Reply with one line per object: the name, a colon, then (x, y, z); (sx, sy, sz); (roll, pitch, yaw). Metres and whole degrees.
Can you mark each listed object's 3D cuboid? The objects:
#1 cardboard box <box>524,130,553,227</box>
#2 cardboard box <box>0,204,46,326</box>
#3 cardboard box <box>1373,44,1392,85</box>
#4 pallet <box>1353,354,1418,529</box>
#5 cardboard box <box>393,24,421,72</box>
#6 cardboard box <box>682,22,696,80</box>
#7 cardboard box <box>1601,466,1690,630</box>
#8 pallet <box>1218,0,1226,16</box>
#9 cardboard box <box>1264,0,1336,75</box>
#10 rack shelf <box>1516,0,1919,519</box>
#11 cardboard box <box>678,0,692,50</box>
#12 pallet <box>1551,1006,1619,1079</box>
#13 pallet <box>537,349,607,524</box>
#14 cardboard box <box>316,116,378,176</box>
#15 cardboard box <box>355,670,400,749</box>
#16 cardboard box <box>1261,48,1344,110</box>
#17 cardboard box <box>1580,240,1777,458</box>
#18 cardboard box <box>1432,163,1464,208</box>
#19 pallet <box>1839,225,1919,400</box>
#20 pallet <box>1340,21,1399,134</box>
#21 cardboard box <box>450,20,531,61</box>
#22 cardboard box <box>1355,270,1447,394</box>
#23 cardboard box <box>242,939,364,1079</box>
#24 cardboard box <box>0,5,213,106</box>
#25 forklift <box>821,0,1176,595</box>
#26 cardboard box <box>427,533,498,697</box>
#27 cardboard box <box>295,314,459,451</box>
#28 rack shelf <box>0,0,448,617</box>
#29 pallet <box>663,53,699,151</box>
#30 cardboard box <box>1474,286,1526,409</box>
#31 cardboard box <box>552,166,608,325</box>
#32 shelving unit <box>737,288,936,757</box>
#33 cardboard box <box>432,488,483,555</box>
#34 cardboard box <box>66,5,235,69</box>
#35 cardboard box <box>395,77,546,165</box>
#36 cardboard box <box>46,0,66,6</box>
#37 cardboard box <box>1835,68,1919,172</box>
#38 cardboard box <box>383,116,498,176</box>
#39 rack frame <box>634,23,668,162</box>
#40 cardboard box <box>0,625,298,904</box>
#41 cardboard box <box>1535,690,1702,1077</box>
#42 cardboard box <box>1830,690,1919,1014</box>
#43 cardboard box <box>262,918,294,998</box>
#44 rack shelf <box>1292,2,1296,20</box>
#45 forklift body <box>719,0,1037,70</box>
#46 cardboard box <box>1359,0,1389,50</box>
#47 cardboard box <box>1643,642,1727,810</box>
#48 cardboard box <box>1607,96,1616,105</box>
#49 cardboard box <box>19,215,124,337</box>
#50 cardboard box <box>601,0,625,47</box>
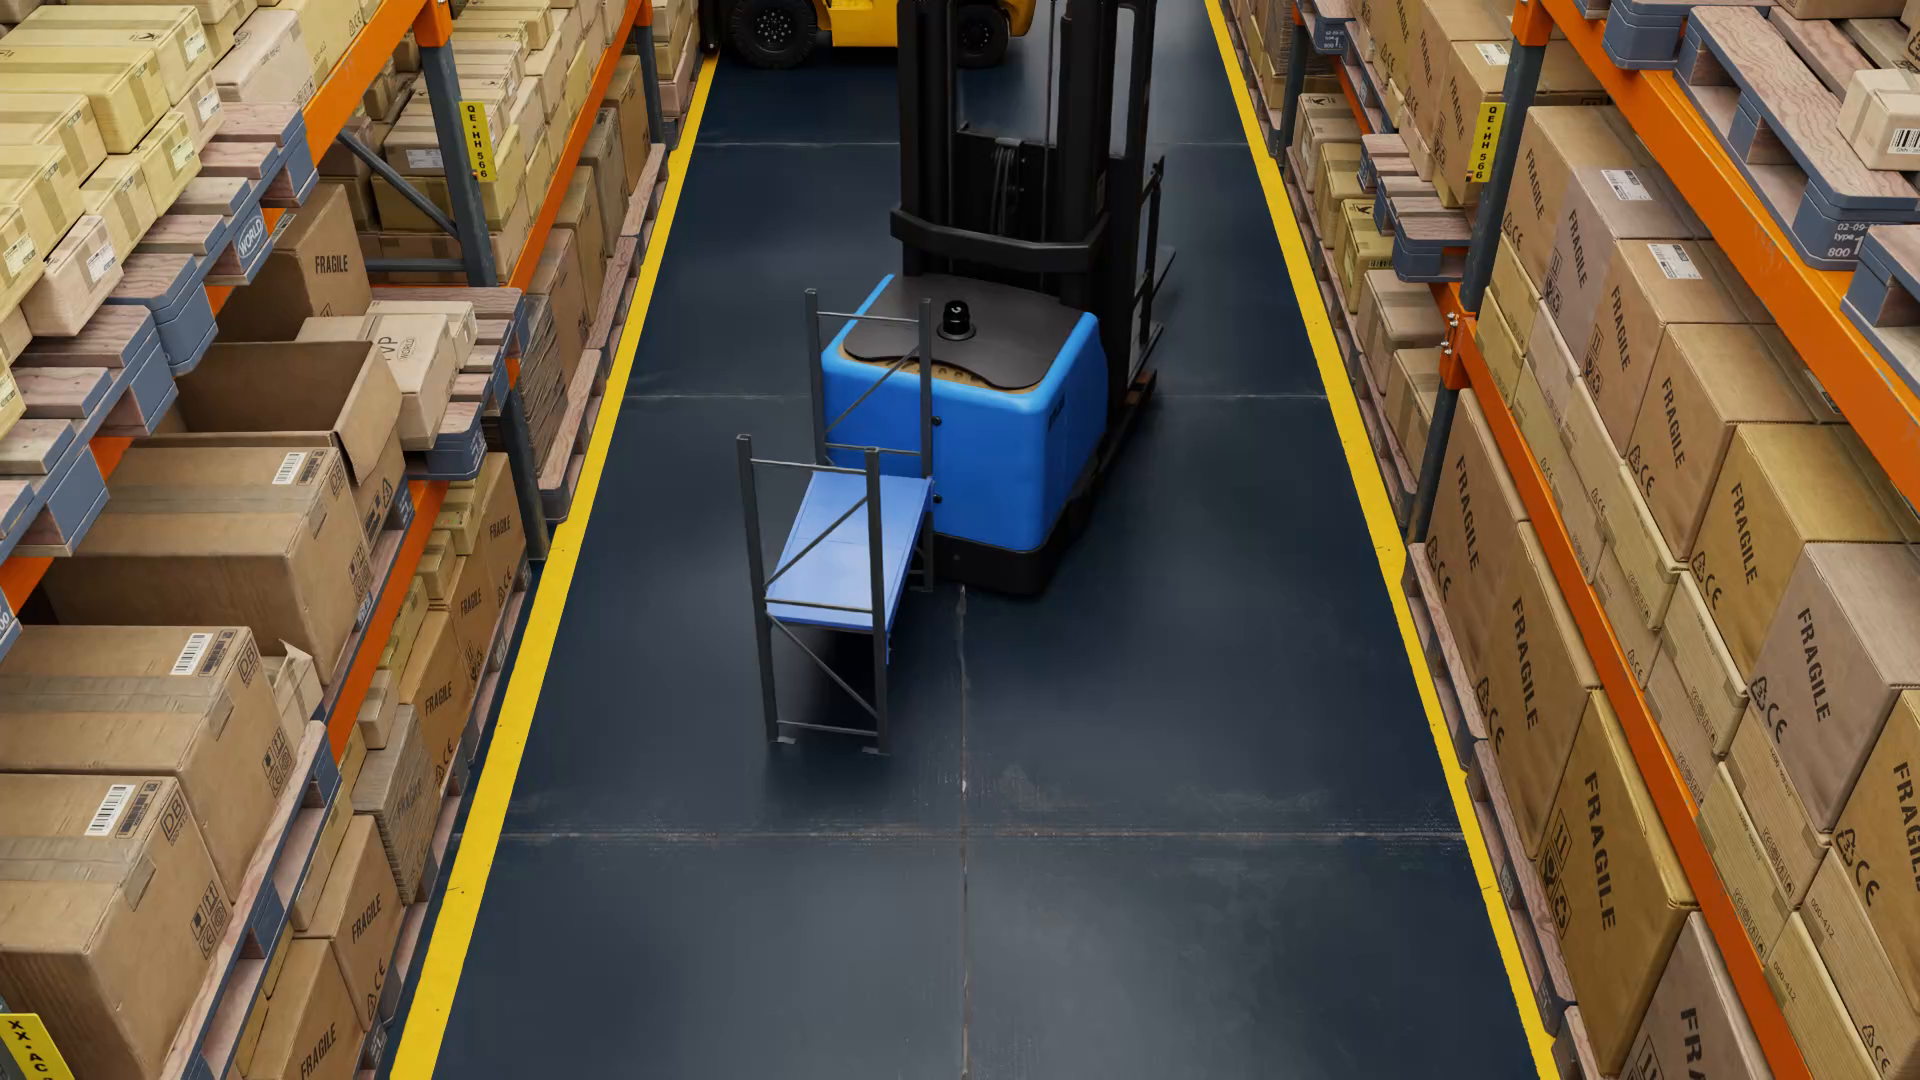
cardboard box: (-2.151, -1.639, 7.517); (0.500, 0.250, 0.500); (-1, 39, -1)
cardboard box: (-1.985, -0.508, 3.134); (0.380, 0.149, 0.250); (-1, 39, -1)
cardboard box: (2.248, -2.351, 8.150); (0.380, 0.149, 0.250); (-1, 39, -1)
pallet: (2.565, -0.512, 8.220); (1.003, 0.211, 1.213); (0, 39, 0)
cardboard box: (-2.645, -2.243, 7.552); (0.380, 0.149, 0.250); (0, 39, 0)
cardboard box: (-2.089, -3.318, 11.355); (0.500, 0.250, 0.500); (-1, 39, -1)
cardboard box: (2.294, 0.021, 5.045); (0.500, 0.250, 0.500); (1, 39, 1)
pallet: (2.521, -4.471, 13.160); (1.003, 0.211, 1.213); (0, 39, 0)
cardboard box: (2.291, -3.366, 10.815); (0.500, 0.500, 0.500); (-1, 39, -1)
rack shelf: (2.567, -0.751, 4.465); (1.077, 0.370, 4.000); (0, 39, 0)
cardboard box: (-2.098, -3.511, 11.195); (0.500, 0.250, 0.500); (0, 39, 0)
pallet: (2.493, 1.996, 5.091); (1.003, 0.211, 1.213); (0, 39, 0)
pallet: (-2.361, -0.532, 8.245); (1.003, 0.211, 1.213); (0, 39, 0)
cardboard box: (-2.602, -1.601, 6.750); (0.380, 0.149, 0.250); (1, 39, 1)
cardboard box: (-2.171, 0.591, 5.759); (0.380, 0.149, 0.250); (-2, 39, -2)
cardboard box: (2.291, -3.073, 11.049); (0.500, 0.250, 0.500); (2, 39, 2)
cardboard box: (2.316, -0.598, 5.218); (0.500, 0.500, 0.500); (1, 39, 1)
cardboard box: (2.257, -1.550, 7.150); (0.380, 0.149, 0.250); (1, 39, 1)
pallet: (2.519, -0.279, 3.454); (0.805, 0.209, 1.217); (-1, 39, -2)
pallet: (2.522, -2.275, 8.343); (1.003, 0.211, 1.213); (0, 39, 0)
cardboard box: (-2.175, -2.245, 7.555); (0.380, 0.149, 0.250); (0, 39, 0)
cardboard box: (2.565, -1.065, 8.445); (0.950, 0.372, 0.625); (-1, 39, -1)
cardboard box: (-2.180, 1.572, 5.053); (0.500, 0.500, 0.500); (-1, 39, -1)
cardboard box: (-2.016, -1.146, 3.930); (0.380, 0.149, 0.250); (0, 39, 0)
forklift: (0.378, -1.827, 7.686); (1.130, 2.935, 3.031); (13, 41, 16)
cardboard box: (-2.193, 0.283, 6.661); (0.500, 0.500, 0.500); (-1, 39, -1)
cardboard box: (-2.074, -0.551, 5.824); (0.500, 0.250, 0.500); (-2, 39, -2)
rack shelf: (-2.397, -0.745, 4.457); (1.077, 0.370, 4.000); (0, 39, 0)
pallet: (-2.362, -3.016, 11.345); (1.003, 0.211, 1.213); (0, 39, 0)
cardboard box: (2.314, -0.747, 6.403); (0.500, 0.250, 0.500); (-1, 39, -1)
cardboard box: (-2.395, -1.562, 8.864); (0.875, 0.625, 0.625); (-2, 39, -2)
shelving unit: (-0.447, -0.065, 6.631); (0.538, 1.500, 1.048); (6, 39, 7)
cardboard box: (-2.114, -0.068, 6.580); (0.380, 0.149, 0.250); (-2, 39, -2)
cardboard box: (-2.182, -1.347, 4.435); (0.380, 0.149, 0.250); (1, 39, 1)
cardboard box: (-2.154, -1.833, 7.359); (0.500, 0.250, 0.500); (1, 39, 1)
cardboard box: (-2.700, -1.508, 4.636); (0.380, 0.149, 0.250); (-1, 39, -1)
cardboard box: (2.417, -1.036, 4.096); (0.380, 0.166, 0.250); (3, 39, 4)
cardboard box: (-2.105, -1.597, 6.746); (0.380, 0.149, 0.250); (1, 39, 1)
rack frame: (-2.403, -3.607, 9.852); (1.000, 3.000, 0.127); (0, 39, 0)
cardboard box: (-2.172, 0.566, 4.229); (0.700, 0.500, 0.500); (0, 39, 0)
cardboard box: (2.480, 1.103, 5.339); (0.875, 0.875, 0.875); (1, 39, 1)
cardboard box: (2.318, 0.682, 3.621); (0.500, 0.500, 0.500); (1, 39, 1)
cardboard box: (-2.232, 1.225, 4.967); (0.380, 0.149, 0.250); (-1, 39, -1)
rack shelf: (2.558, -4.583, 11.645); (1.077, 0.370, 4.000); (0, 39, 0)
forklift body: (-0.581, -4.593, 11.761); (2.313, 2.155, 1.214); (0, 39, 0)
cardboard box: (2.273, -2.695, 8.060); (0.500, 0.500, 0.500); (-2, 39, -2)
cardboard box: (2.336, 0.534, 4.805); (0.500, 0.250, 0.500); (-1, 39, -1)
cardboard box: (2.796, -1.712, 6.834); (0.500, 0.500, 0.500); (-1, 39, -1)
cardboard box: (-1.976, -0.545, 3.418); (0.380, 0.149, 0.250); (0, 39, 1)
cardboard box: (-2.135, -2.919, 9.114); (0.500, 0.250, 0.500); (0, 39, 0)
